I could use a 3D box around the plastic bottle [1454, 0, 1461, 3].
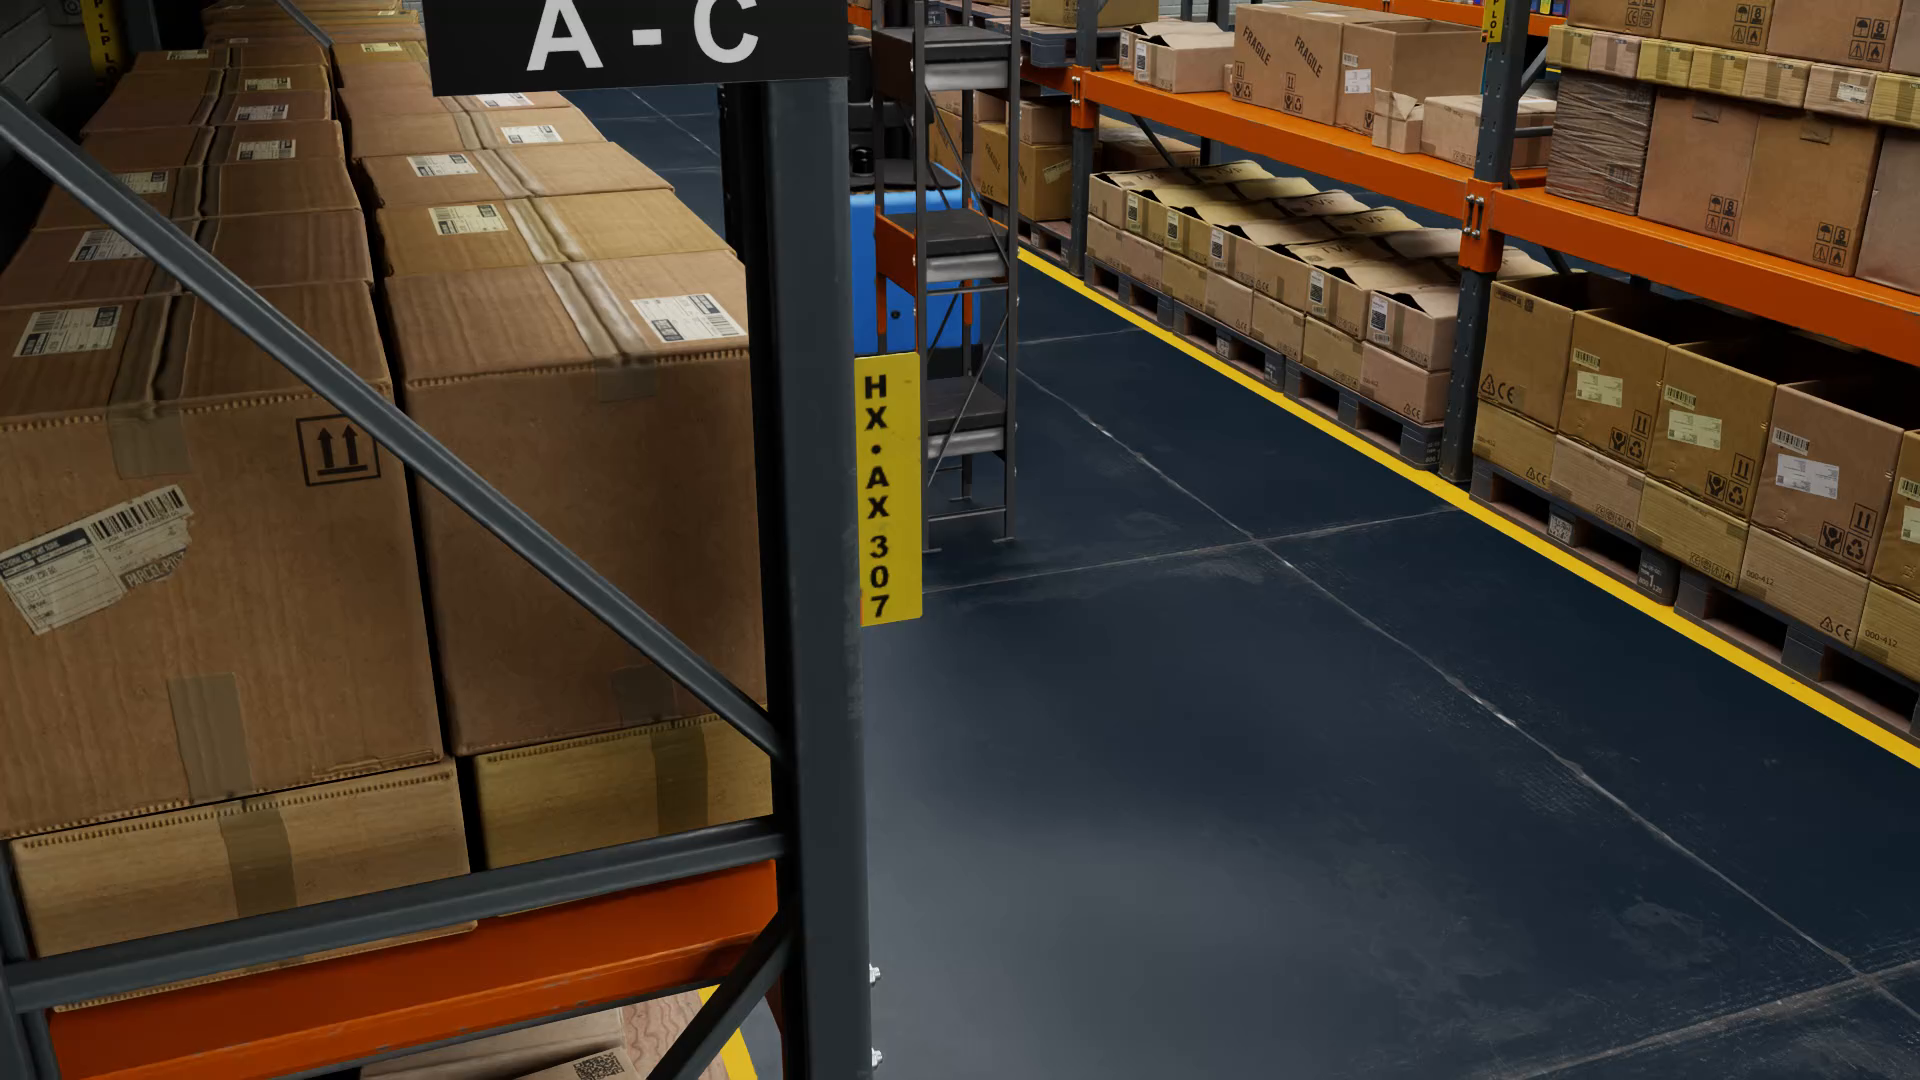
[{"bbox_3d":[4.381,-4.840,14.536,0.097,0.271,0.097,0,23,0],"label":"plastic bottle"}]

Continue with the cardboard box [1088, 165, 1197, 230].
[{"bbox_3d":[1.117,-2.121,10.198,0.500,0.311,0.500,-7,24,-17],"label":"cardboard box"}]

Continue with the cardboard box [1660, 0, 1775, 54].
[{"bbox_3d":[2.962,-2.013,5.866,0.700,0.500,0.500,-8,24,-19],"label":"cardboard box"}]

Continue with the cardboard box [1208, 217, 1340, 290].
[{"bbox_3d":[1.671,-1.559,8.864,0.500,0.311,0.500,-9,24,-20],"label":"cardboard box"}]

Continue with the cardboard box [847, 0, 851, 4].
[{"bbox_3d":[-0.806,-5.000,14.622,0.500,0.500,0.500,-8,24,-17],"label":"cardboard box"}]

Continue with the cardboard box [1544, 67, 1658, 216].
[{"bbox_3d":[2.783,-1.599,6.553,0.700,0.500,0.500,-9,24,-20],"label":"cardboard box"}]

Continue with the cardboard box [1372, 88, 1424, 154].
[{"bbox_3d":[2.138,-1.946,7.677,0.396,0.266,0.258,-9,24,-20],"label":"cardboard box"}]

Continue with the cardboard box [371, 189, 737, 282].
[{"bbox_3d":[-0.653,-0.260,2.707,0.500,0.500,0.500,-8,24,-19],"label":"cardboard box"}]

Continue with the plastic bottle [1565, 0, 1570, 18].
[{"bbox_3d":[4.896,-4.295,13.228,0.061,0.283,0.133,-8,24,-19],"label":"plastic bottle"}]

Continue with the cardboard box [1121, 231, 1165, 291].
[{"bbox_3d":[1.296,-1.680,9.874,0.500,0.250,0.500,-9,24,-20],"label":"cardboard box"}]

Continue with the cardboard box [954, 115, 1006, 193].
[{"bbox_3d":[0.283,-2.903,12.428,0.500,0.500,0.500,-9,25,-21],"label":"cardboard box"}]

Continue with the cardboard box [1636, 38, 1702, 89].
[{"bbox_3d":[2.715,-1.749,6.074,0.380,0.149,0.250,-9,24,-20],"label":"cardboard box"}]

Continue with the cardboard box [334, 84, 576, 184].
[{"bbox_3d":[-1.207,-0.824,4.044,0.500,0.500,0.500,-9,24,-21],"label":"cardboard box"}]

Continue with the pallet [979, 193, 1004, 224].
[{"bbox_3d":[0.551,-2.601,12.649,1.003,0.211,1.213,-8,24,-19],"label":"pallet"}]

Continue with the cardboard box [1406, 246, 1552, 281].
[{"bbox_3d":[2.535,-1.265,8.167,0.500,0.311,0.500,-9,24,-20],"label":"cardboard box"}]

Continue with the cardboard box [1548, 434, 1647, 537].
[{"bbox_3d":[2.672,-0.247,6.474,0.500,0.250,0.500,-8,24,-19],"label":"cardboard box"}]

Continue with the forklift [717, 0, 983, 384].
[{"bbox_3d":[-0.768,-2.543,9.009,1.130,2.935,3.031,-6,24,-14],"label":"forklift"}]

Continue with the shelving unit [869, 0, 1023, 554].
[{"bbox_3d":[-0.058,-1.028,6.485,0.431,2.100,0.503,-8,24,-19],"label":"shelving unit"}]

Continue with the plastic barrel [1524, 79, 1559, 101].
[{"bbox_3d":[4.971,-3.671,14.260,0.421,0.512,0.421,0,23,0],"label":"plastic barrel"}]

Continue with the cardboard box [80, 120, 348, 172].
[{"bbox_3d":[-1.499,-0.561,3.421,0.500,0.500,0.500,-8,24,-18],"label":"cardboard box"}]

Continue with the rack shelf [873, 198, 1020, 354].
[{"bbox_3d":[-0.058,-1.015,6.490,0.431,0.518,0.480,-8,24,-19],"label":"rack shelf"}]

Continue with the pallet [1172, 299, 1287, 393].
[{"bbox_3d":[1.888,-1.135,9.170,1.003,0.211,1.213,-8,24,-19],"label":"pallet"}]

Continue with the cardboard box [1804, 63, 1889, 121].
[{"bbox_3d":[2.993,-1.466,5.403,0.380,0.149,0.250,-9,25,-21],"label":"cardboard box"}]

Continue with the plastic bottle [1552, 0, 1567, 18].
[{"bbox_3d":[4.879,-4.390,13.366,0.144,0.351,0.185,-8,24,-19],"label":"plastic bottle"}]

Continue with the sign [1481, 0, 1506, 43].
[{"bbox_3d":[2.116,-2.132,6.558,0.100,0.325,0.005,-8,24,-19],"label":"sign"}]

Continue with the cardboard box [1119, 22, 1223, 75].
[{"bbox_3d":[1.294,-2.988,10.091,0.500,0.311,0.500,-7,24,-16],"label":"cardboard box"}]

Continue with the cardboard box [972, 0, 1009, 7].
[{"bbox_3d":[0.476,-4.226,12.246,0.700,0.500,0.500,-15,27,-32],"label":"cardboard box"}]

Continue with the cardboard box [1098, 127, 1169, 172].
[{"bbox_3d":[1.123,-2.612,11.736,0.500,0.500,0.500,-9,25,-21],"label":"cardboard box"}]

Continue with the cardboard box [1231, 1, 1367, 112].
[{"bbox_3d":[1.815,-2.605,8.941,0.500,0.500,0.500,-10,25,-22],"label":"cardboard box"}]

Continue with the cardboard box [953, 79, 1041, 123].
[{"bbox_3d":[0.268,-3.262,12.313,0.500,0.250,0.500,-9,24,-20],"label":"cardboard box"}]

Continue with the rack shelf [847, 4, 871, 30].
[{"bbox_3d":[-0.913,-5.015,15.713,1.077,0.370,4.000,-8,24,-19],"label":"rack shelf"}]

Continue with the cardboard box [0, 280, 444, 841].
[{"bbox_3d":[-0.965,-0.007,2.106,0.500,0.500,0.500,-9,24,-20],"label":"cardboard box"}]

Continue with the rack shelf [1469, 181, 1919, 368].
[{"bbox_3d":[3.326,-0.655,5.369,1.077,0.370,4.000,-8,24,-19],"label":"rack shelf"}]

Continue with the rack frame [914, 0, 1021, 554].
[{"bbox_3d":[0.028,-0.939,6.275,0.400,2.100,0.015,-8,24,-19],"label":"rack frame"}]

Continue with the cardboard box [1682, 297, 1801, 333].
[{"bbox_3d":[3.154,-0.664,6.496,0.500,0.500,0.500,-8,24,-19],"label":"cardboard box"}]

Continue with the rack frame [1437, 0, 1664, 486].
[{"bbox_3d":[2.620,-1.713,6.953,1.000,3.000,0.127,-8,24,-19],"label":"rack frame"}]

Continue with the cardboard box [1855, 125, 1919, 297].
[{"bbox_3d":[3.331,-1.040,5.226,0.700,0.500,0.500,-8,24,-17],"label":"cardboard box"}]

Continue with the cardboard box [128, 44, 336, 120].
[{"bbox_3d":[-2.042,-1.119,4.744,0.500,0.500,0.500,-9,24,-20],"label":"cardboard box"}]

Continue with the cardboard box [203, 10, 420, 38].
[{"bbox_3d":[-2.352,-1.675,6.166,0.700,0.500,0.500,-6,24,-14],"label":"cardboard box"}]

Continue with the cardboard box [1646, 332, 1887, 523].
[{"bbox_3d":[2.844,-0.411,5.896,0.500,0.500,0.500,-8,24,-19],"label":"cardboard box"}]

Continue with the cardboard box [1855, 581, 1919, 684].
[{"bbox_3d":[3.201,0.298,5.181,0.500,0.250,0.500,-8,24,-19],"label":"cardboard box"}]

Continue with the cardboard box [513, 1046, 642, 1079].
[{"bbox_3d":[-0.760,1.194,2.951,0.500,0.311,0.500,-11,25,-25],"label":"cardboard box"}]

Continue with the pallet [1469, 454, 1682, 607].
[{"bbox_3d":[2.862,-0.134,6.795,1.003,0.211,1.213,-8,24,-19],"label":"pallet"}]

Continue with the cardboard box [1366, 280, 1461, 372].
[{"bbox_3d":[2.209,-1.006,7.552,0.500,0.311,0.500,-8,24,-19],"label":"cardboard box"}]

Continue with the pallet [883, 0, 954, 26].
[{"bbox_3d":[-0.026,-4.226,13.162,1.003,0.211,1.213,-8,24,-19],"label":"pallet"}]

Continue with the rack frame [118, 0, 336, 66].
[{"bbox_3d":[-2.013,-1.032,5.337,1.000,3.000,0.127,-8,24,-19],"label":"rack frame"}]

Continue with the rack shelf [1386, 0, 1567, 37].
[{"bbox_3d":[5.136,-4.240,13.874,1.077,0.370,4.000,-8,24,-19],"label":"rack shelf"}]

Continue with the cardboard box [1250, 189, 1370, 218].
[{"bbox_3d":[1.988,-1.823,9.491,0.500,0.311,0.500,-9,24,-19],"label":"cardboard box"}]

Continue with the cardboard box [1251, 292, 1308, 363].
[{"bbox_3d":[1.844,-1.121,8.546,0.500,0.250,0.500,-8,24,-18],"label":"cardboard box"}]

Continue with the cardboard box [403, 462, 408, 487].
[{"bbox_3d":[-0.847,-0.113,3.322,0.500,0.250,0.500,-9,24,-20],"label":"cardboard box"}]

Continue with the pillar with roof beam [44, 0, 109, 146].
[{"bbox_3d":[0.251,-5.250,7.619,9.100,9.000,0.400,-8,24,-19],"label":"pillar with roof beam"}]
